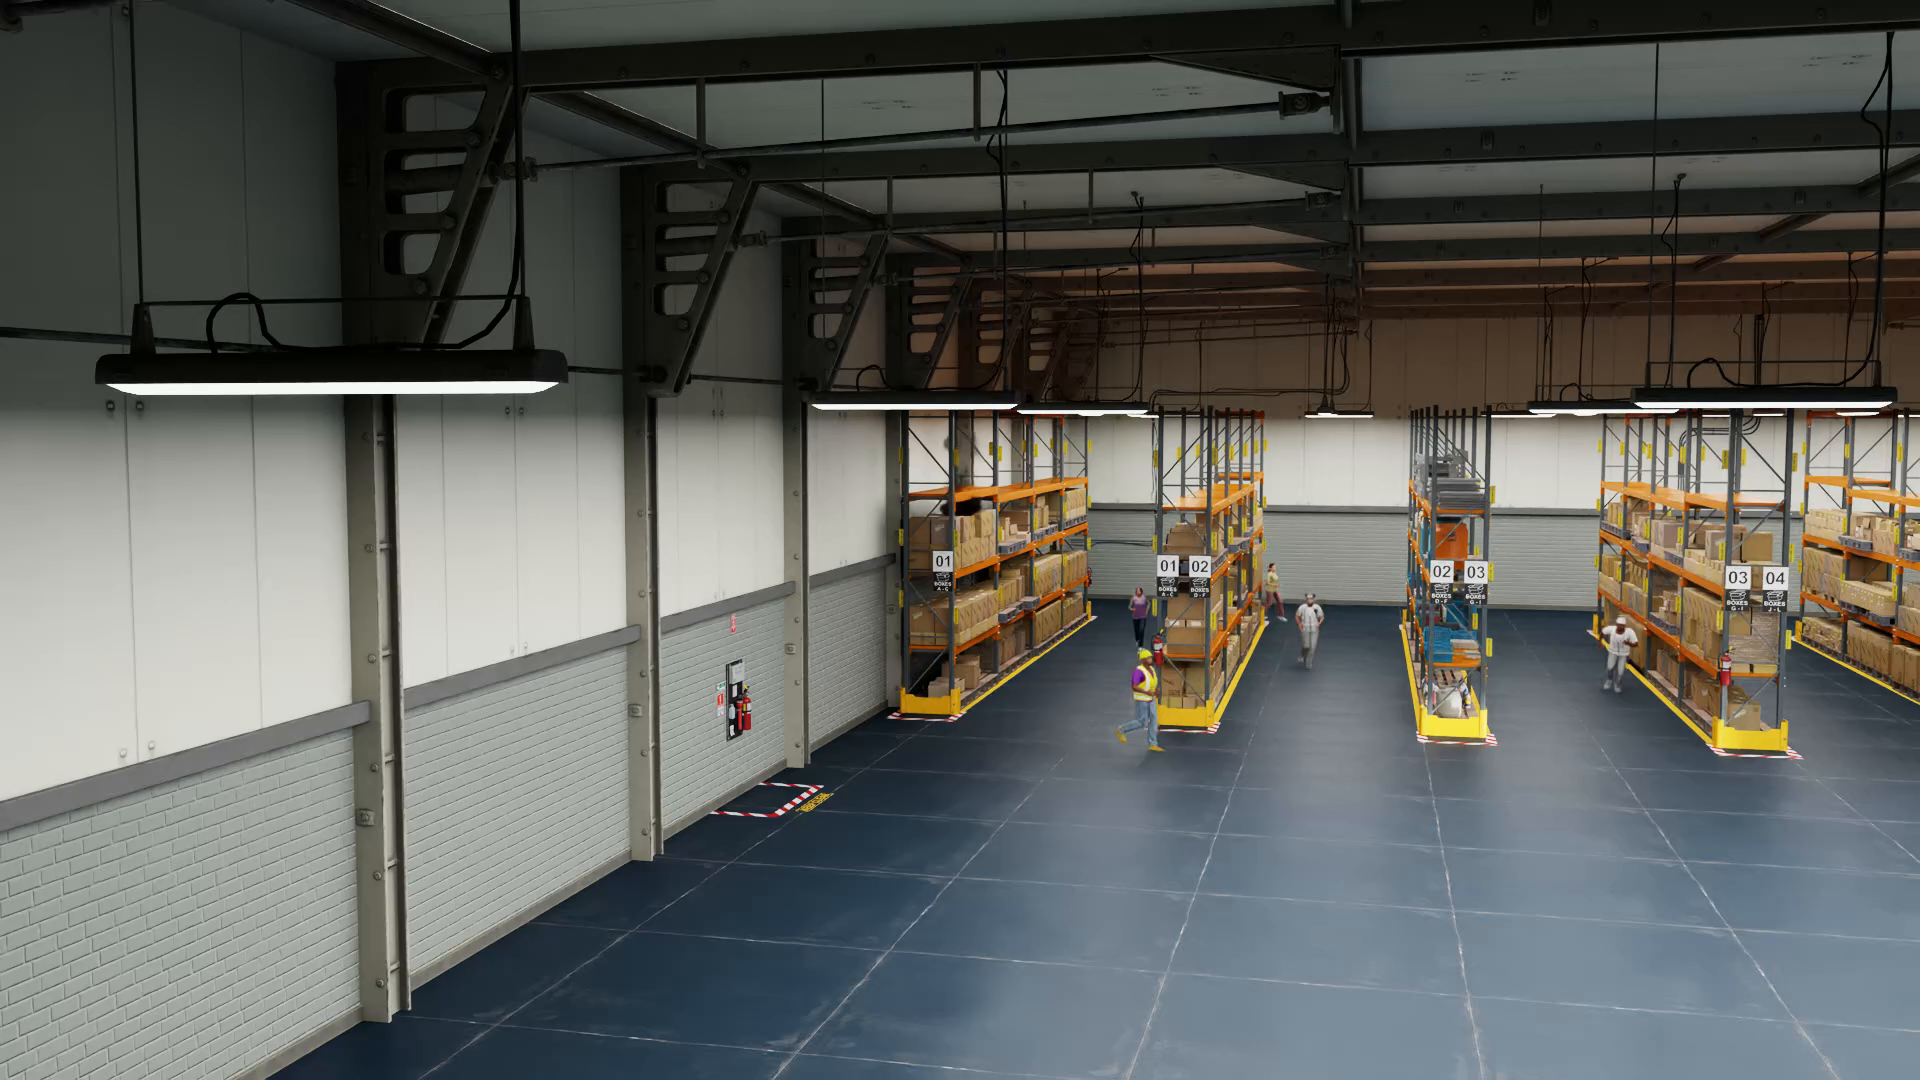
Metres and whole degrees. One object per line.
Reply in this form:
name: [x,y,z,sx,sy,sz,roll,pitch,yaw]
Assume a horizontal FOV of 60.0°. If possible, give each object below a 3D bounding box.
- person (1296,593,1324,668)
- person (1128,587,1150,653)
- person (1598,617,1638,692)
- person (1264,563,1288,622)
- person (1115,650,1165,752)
person: [8.129,2.088,38.586,0.649,1.755,0.629,0,4,6]
person: [4.438,1.957,41.225,0.536,1.609,0.871,1,4,8]
person: [13.850,2.379,35.020,0.785,1.578,0.763,2,4,21]
person: [8.889,1.484,47.538,0.599,1.684,0.811,-4,6,-45]
person: [3.176,2.783,28.906,0.878,1.763,0.709,3,5,35]
